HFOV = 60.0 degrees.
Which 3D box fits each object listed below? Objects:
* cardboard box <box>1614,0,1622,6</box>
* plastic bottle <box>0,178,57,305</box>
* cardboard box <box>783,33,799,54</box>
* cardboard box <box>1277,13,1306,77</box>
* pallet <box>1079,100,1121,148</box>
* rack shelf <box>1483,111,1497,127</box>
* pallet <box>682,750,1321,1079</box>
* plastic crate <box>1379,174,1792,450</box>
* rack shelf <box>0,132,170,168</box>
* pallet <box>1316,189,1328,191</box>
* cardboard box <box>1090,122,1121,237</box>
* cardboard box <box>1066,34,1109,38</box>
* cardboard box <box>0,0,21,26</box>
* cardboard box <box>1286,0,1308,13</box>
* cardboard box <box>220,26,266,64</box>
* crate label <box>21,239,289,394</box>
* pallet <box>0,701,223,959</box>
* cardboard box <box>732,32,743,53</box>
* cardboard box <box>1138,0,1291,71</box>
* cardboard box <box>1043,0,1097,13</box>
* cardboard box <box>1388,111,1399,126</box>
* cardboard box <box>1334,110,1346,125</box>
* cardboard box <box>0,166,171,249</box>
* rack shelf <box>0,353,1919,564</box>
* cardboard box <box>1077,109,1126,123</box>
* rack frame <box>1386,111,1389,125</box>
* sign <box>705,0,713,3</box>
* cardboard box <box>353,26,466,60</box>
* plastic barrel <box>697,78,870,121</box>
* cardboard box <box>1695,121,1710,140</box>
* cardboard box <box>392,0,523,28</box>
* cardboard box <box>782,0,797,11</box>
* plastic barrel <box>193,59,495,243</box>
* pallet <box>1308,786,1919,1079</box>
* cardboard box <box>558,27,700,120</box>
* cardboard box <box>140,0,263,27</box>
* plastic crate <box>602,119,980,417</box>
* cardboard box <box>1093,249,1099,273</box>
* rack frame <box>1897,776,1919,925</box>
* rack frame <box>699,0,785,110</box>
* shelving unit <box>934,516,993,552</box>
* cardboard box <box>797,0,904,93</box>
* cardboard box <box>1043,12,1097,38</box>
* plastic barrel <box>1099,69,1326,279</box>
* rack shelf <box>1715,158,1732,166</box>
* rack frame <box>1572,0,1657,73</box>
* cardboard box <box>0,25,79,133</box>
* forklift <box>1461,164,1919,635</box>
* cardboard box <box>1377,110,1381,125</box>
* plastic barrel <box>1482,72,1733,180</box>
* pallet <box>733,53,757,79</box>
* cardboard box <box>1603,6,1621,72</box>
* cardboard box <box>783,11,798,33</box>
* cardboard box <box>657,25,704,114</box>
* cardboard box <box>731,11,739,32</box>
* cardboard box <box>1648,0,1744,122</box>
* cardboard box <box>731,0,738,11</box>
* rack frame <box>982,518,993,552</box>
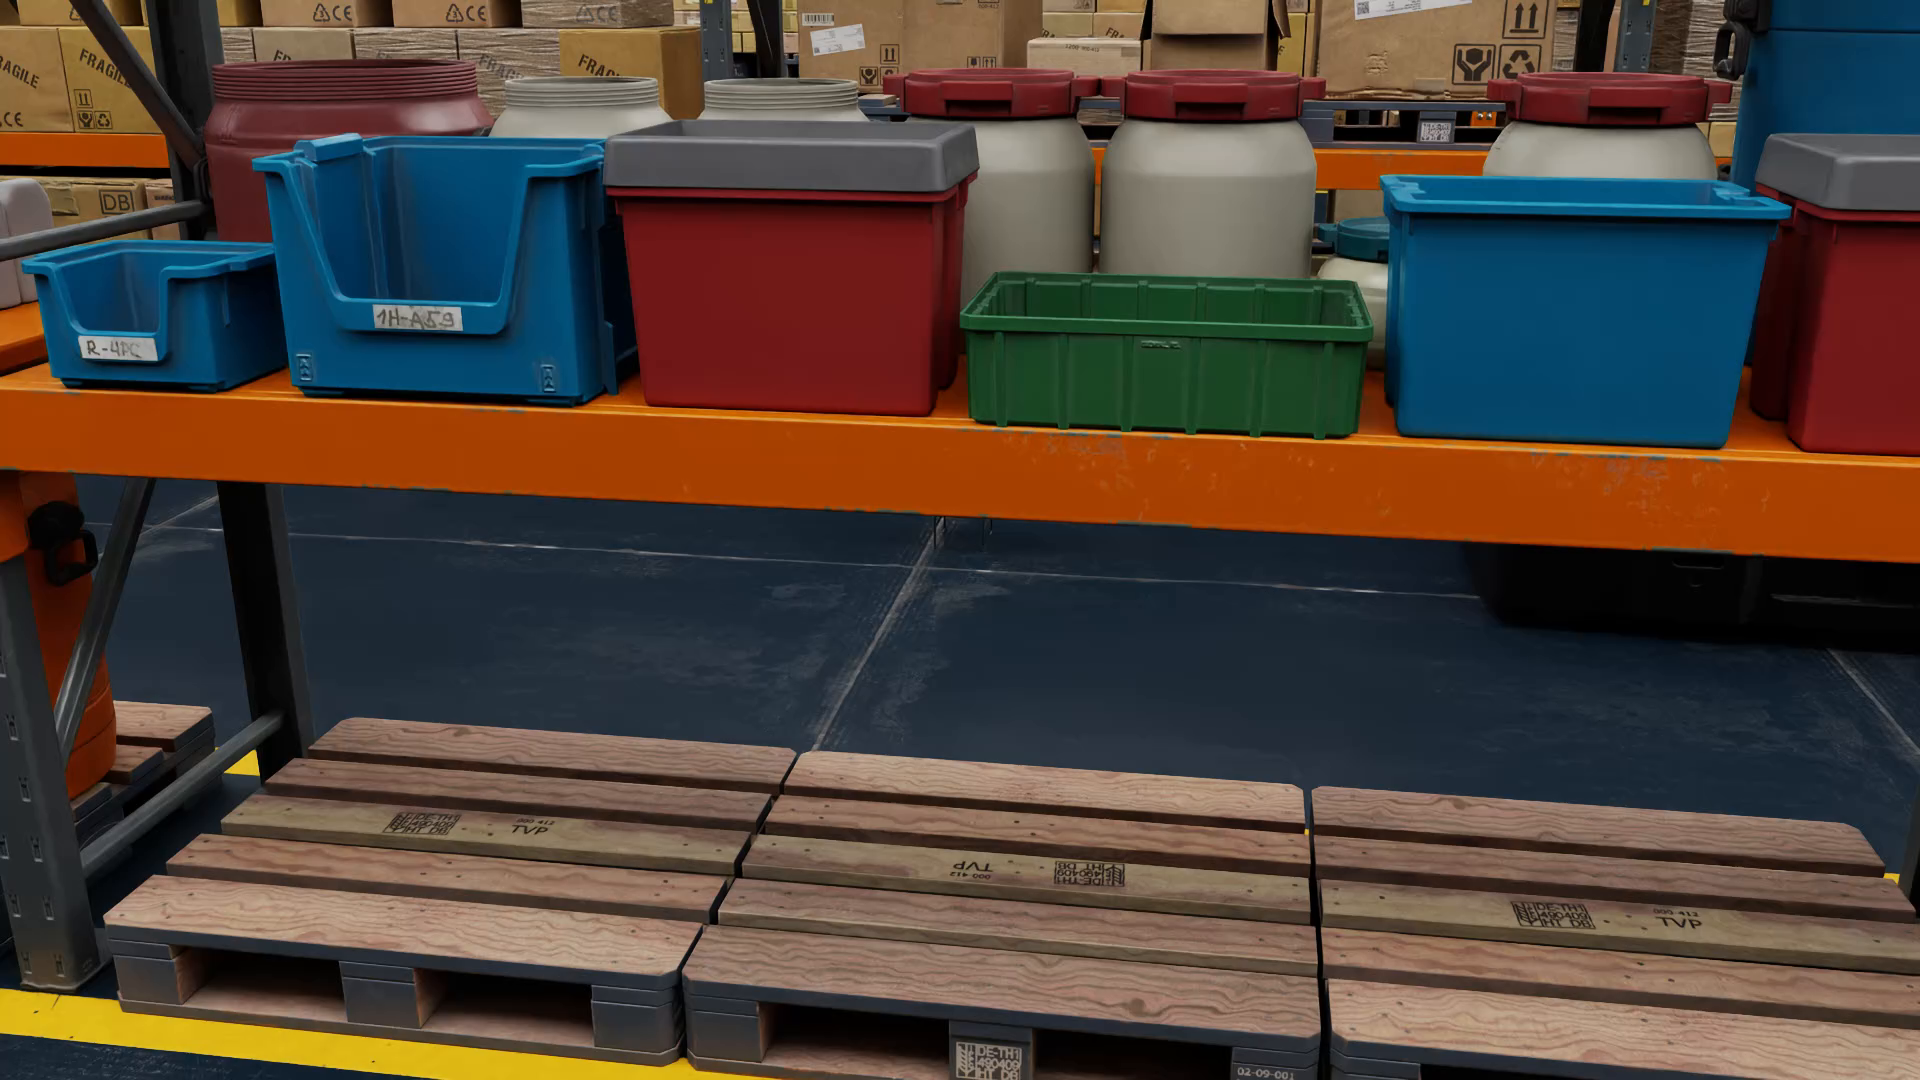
[{"bbox_3d":[4.716,-4.095,11.877,0.550,0.550,0.875,3,19,9],"label":"cardboard box"},{"bbox_3d":[-2.202,-0.697,3.856,0.135,0.276,0.152,3,19,9],"label":"plastic bottle"},{"bbox_3d":[-1.213,-3.720,12.429,0.250,0.149,0.380,3,19,10],"label":"cardboard box"},{"bbox_3d":[2.240,-3.573,12.098,0.500,0.500,0.500,3,19,9],"label":"cardboard box"},{"bbox_3d":[0.921,-2.007,7.877,1.213,0.211,1.003,3,19,9],"label":"pallet"},{"bbox_3d":[5.770,-3.091,11.947,4.000,0.370,1.077,3,19,9],"label":"rack shelf"},{"bbox_3d":[0.134,0.802,3.572,1.213,0.211,1.003,3,19,9],"label":"pallet"},{"bbox_3d":[0.985,-0.382,2.744,0.575,0.384,0.392,3,19,9],"label":"plastic crate"},{"bbox_3d":[-3.015,-1.944,8.521,4.000,0.370,1.077,3,19,9],"label":"rack shelf"},{"bbox_3d":[3.712,-3.805,17.341,1.213,0.211,1.003,3,19,9],"label":"pallet"},{"bbox_3d":[1.297,-2.764,12.721,0.750,0.750,1.050,3,19,9],"label":"cardboard box"},{"bbox_3d":[0.649,-2.321,8.063,0.258,0.266,0.396,2,19,7],"label":"cardboard box"},{"bbox_3d":[-5.422,-2.916,8.877,0.500,0.500,0.500,3,19,9],"label":"cardboard box"},{"bbox_3d":[2.297,-4.128,12.180,0.500,0.500,0.700,3,19,9],"label":"cardboard box"},{"bbox_3d":[-3.585,-2.282,8.238,0.500,0.500,0.500,2,19,7],"label":"cardboard box"},{"bbox_3d":[-1.469,-0.415,3.081,0.416,0.233,0.303,3,19,9],"label":"crate label"},{"bbox_3d":[-2.611,0.662,3.990,1.213,0.211,1.003,3,19,9],"label":"pallet"},{"bbox_3d":[-1.724,-3.747,12.509,0.250,0.149,0.380,2,19,6],"label":"cardboard box"},{"bbox_3d":[1.183,-2.290,7.596,0.637,0.503,0.797,5,19,14],"label":"cardboard box"},{"bbox_3d":[0.787,-4.205,12.409,0.500,0.500,0.700,3,19,8],"label":"cardboard box"},{"bbox_3d":[4.228,-3.703,15.389,0.500,0.500,0.500,3,19,9],"label":"cardboard box"},{"bbox_3d":[4.748,-5.739,21.810,0.625,0.625,0.875,4,19,11],"label":"cardboard box"},{"bbox_3d":[-4.355,-1.552,8.901,0.875,0.875,1.225,3,19,9],"label":"cardboard box"},{"bbox_3d":[0.149,-0.191,3.282,4.000,0.370,1.077,3,19,9],"label":"rack shelf"},{"bbox_3d":[1.929,-5.882,22.237,0.625,0.625,0.875,4,19,10],"label":"cardboard box"},{"bbox_3d":[4.481,-5.088,16.783,0.127,3.000,1.000,3,19,9],"label":"rack frame"},{"bbox_3d":[-1.125,-2.560,7.402,0.005,0.325,0.100,3,19,9],"label":"sign"},{"bbox_3d":[-2.571,-2.232,8.088,0.500,0.500,0.500,2,19,7],"label":"cardboard box"},{"bbox_3d":[-0.361,-0.680,3.433,0.421,0.512,0.421,0,18,0],"label":"plastic barrel"},{"bbox_3d":[3.074,-1.759,7.230,0.250,0.149,0.380,3,19,9],"label":"cardboard box"},{"bbox_3d":[-2.403,-2.784,8.157,0.637,0.503,0.797,3,19,10],"label":"cardboard box"},{"bbox_3d":[-1.217,-4.003,12.337,0.250,0.149,0.380,4,19,10],"label":"cardboard box"},{"bbox_3d":[-1.320,-0.769,3.661,0.708,0.536,0.600,3,19,9],"label":"plastic barrel"},{"bbox_3d":[1.342,0.863,3.391,1.213,0.211,1.003,3,19,9],"label":"pallet"},{"bbox_3d":[-1.567,-2.180,7.932,0.500,0.500,0.500,4,19,10],"label":"cardboard box"},{"bbox_3d":[-3.682,-2.842,8.330,0.637,0.503,0.797,3,19,9],"label":"cardboard box"},{"bbox_3d":[-0.279,-0.486,2.929,0.583,0.464,0.402,3,19,9],"label":"plastic crate"},{"bbox_3d":[0.735,-1.130,8.200,0.500,0.500,0.700,5,19,13],"label":"cardboard box"},{"bbox_3d":[2.123,-0.432,2.867,0.127,3.000,1.000,3,19,9],"label":"rack frame"},{"bbox_3d":[-1.040,-2.185,8.106,0.127,3.000,1.000,3,19,9],"label":"rack frame"},{"bbox_3d":[0.014,-0.568,6.111,0.189,1.200,0.258,3,19,9],"label":"shelving unit"},{"bbox_3d":[-0.501,-2.417,7.980,0.500,0.500,0.500,1,19,2],"label":"cardboard box"},{"bbox_3d":[0.749,-3.649,12.325,0.500,0.500,0.500,3,19,8],"label":"cardboard box"},{"bbox_3d":[0.489,-0.650,3.305,0.433,0.535,0.433,0,18,0],"label":"plastic barrel"},{"bbox_3d":[4.884,-1.542,7.318,4.000,0.370,1.077,3,19,9],"label":"rack shelf"},{"bbox_3d":[2.909,-1.984,7.504,0.127,3.000,1.000,3,19,9],"label":"rack frame"},{"bbox_3d":[-4.575,-2.332,8.389,0.500,0.500,0.500,3,19,9],"label":"cardboard box"},{"bbox_3d":[3.290,-1.187,5.233,3.031,2.935,1.130,3,19,10],"label":"forklift"},{"bbox_3d":[5.776,-5.578,21.917,0.500,0.250,0.500,3,19,9],"label":"cardboard box"},{"bbox_3d":[1.214,-0.613,3.194,0.433,0.535,0.433,0,18,0],"label":"plastic barrel"},{"bbox_3d":[-2.115,-3.730,13.025,1.213,0.211,1.003,3,19,9],"label":"pallet"},{"bbox_3d":[4.708,-3.568,12.004,0.550,0.550,0.875,3,19,9],"label":"cardboard box"},{"bbox_3d":[-1.238,-3.862,12.385,0.250,0.149,0.380,3,19,10],"label":"cardboard box"},{"bbox_3d":[-1.477,-2.342,8.418,0.500,0.500,0.500,3,19,10],"label":"cardboard box"},{"bbox_3d":[-1.730,-3.888,12.462,0.250,0.149,0.380,3,19,8],"label":"cardboard box"},{"bbox_3d":[3.343,-2.130,7.316,0.500,0.500,0.875,3,19,9],"label":"cardboard box"},{"bbox_3d":[-1.718,-4.030,12.416,0.250,0.149,0.380,3,19,9],"label":"cardboard box"},{"bbox_3d":[0.105,-0.564,6.097,0.006,1.200,0.240,3,19,9],"label":"rack frame"}]
